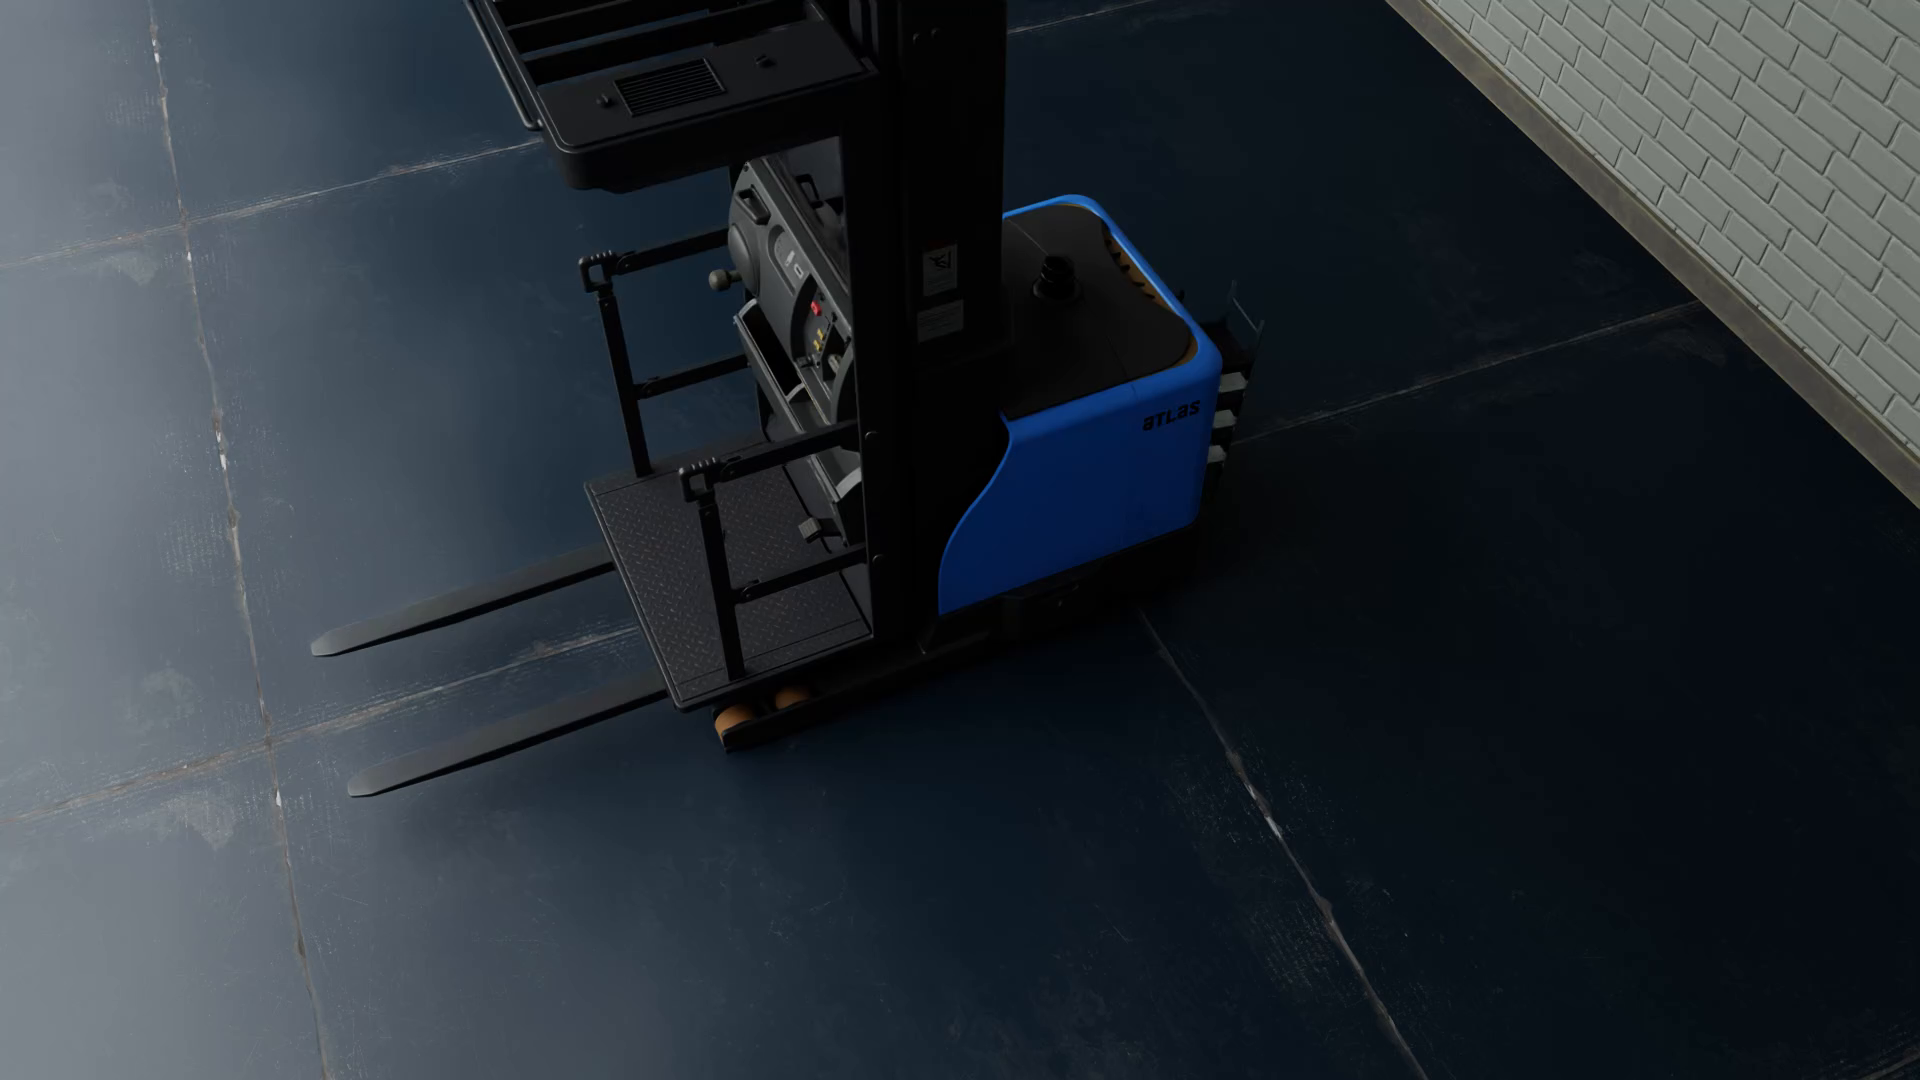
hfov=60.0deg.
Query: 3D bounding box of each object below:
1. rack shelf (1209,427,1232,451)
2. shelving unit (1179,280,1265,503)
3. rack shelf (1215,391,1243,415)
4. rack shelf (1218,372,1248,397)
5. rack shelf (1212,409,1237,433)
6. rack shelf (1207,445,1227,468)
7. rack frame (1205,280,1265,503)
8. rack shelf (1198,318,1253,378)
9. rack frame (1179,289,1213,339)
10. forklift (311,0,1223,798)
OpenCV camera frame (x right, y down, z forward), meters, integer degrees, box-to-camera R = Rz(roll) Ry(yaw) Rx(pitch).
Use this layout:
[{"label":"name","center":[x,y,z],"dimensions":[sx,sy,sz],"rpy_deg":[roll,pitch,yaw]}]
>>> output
[{"label":"rack shelf","center":[0.860,-0.425,6.173],"dimensions":[0.200,0.077,0.258],"rpy_deg":[-12,50,-17]},{"label":"shelving unit","center":[0.870,-0.508,6.082],"dimensions":[0.210,0.900,0.258],"rpy_deg":[-12,50,-17]},{"label":"rack shelf","center":[0.875,-0.546,6.041],"dimensions":[0.200,0.077,0.258],"rpy_deg":[-12,50,-17]},{"label":"rack shelf","center":[0.883,-0.607,5.975],"dimensions":[0.200,0.077,0.258],"rpy_deg":[-12,50,-17]},{"label":"rack shelf","center":[0.867,-0.485,6.107],"dimensions":[0.200,0.077,0.258],"rpy_deg":[-12,50,-17]},{"label":"rack shelf","center":[0.852,-0.364,6.239],"dimensions":[0.200,0.077,0.258],"rpy_deg":[-12,50,-17]},{"label":"rack frame","center":[0.965,-0.528,6.112],"dimensions":[0.006,0.900,0.240],"rpy_deg":[-12,50,-17]},{"label":"rack shelf","center":[0.891,-0.667,5.909],"dimensions":[0.200,0.077,0.258],"rpy_deg":[-12,50,-17]},{"label":"rack frame","center":[0.775,-0.487,6.052],"dimensions":[0.006,0.900,0.240],"rpy_deg":[-12,50,-17]},{"label":"forklift","center":[-0.694,-0.706,4.924],"dimensions":[3.031,2.935,1.130],"rpy_deg":[-19,52,-16]}]
